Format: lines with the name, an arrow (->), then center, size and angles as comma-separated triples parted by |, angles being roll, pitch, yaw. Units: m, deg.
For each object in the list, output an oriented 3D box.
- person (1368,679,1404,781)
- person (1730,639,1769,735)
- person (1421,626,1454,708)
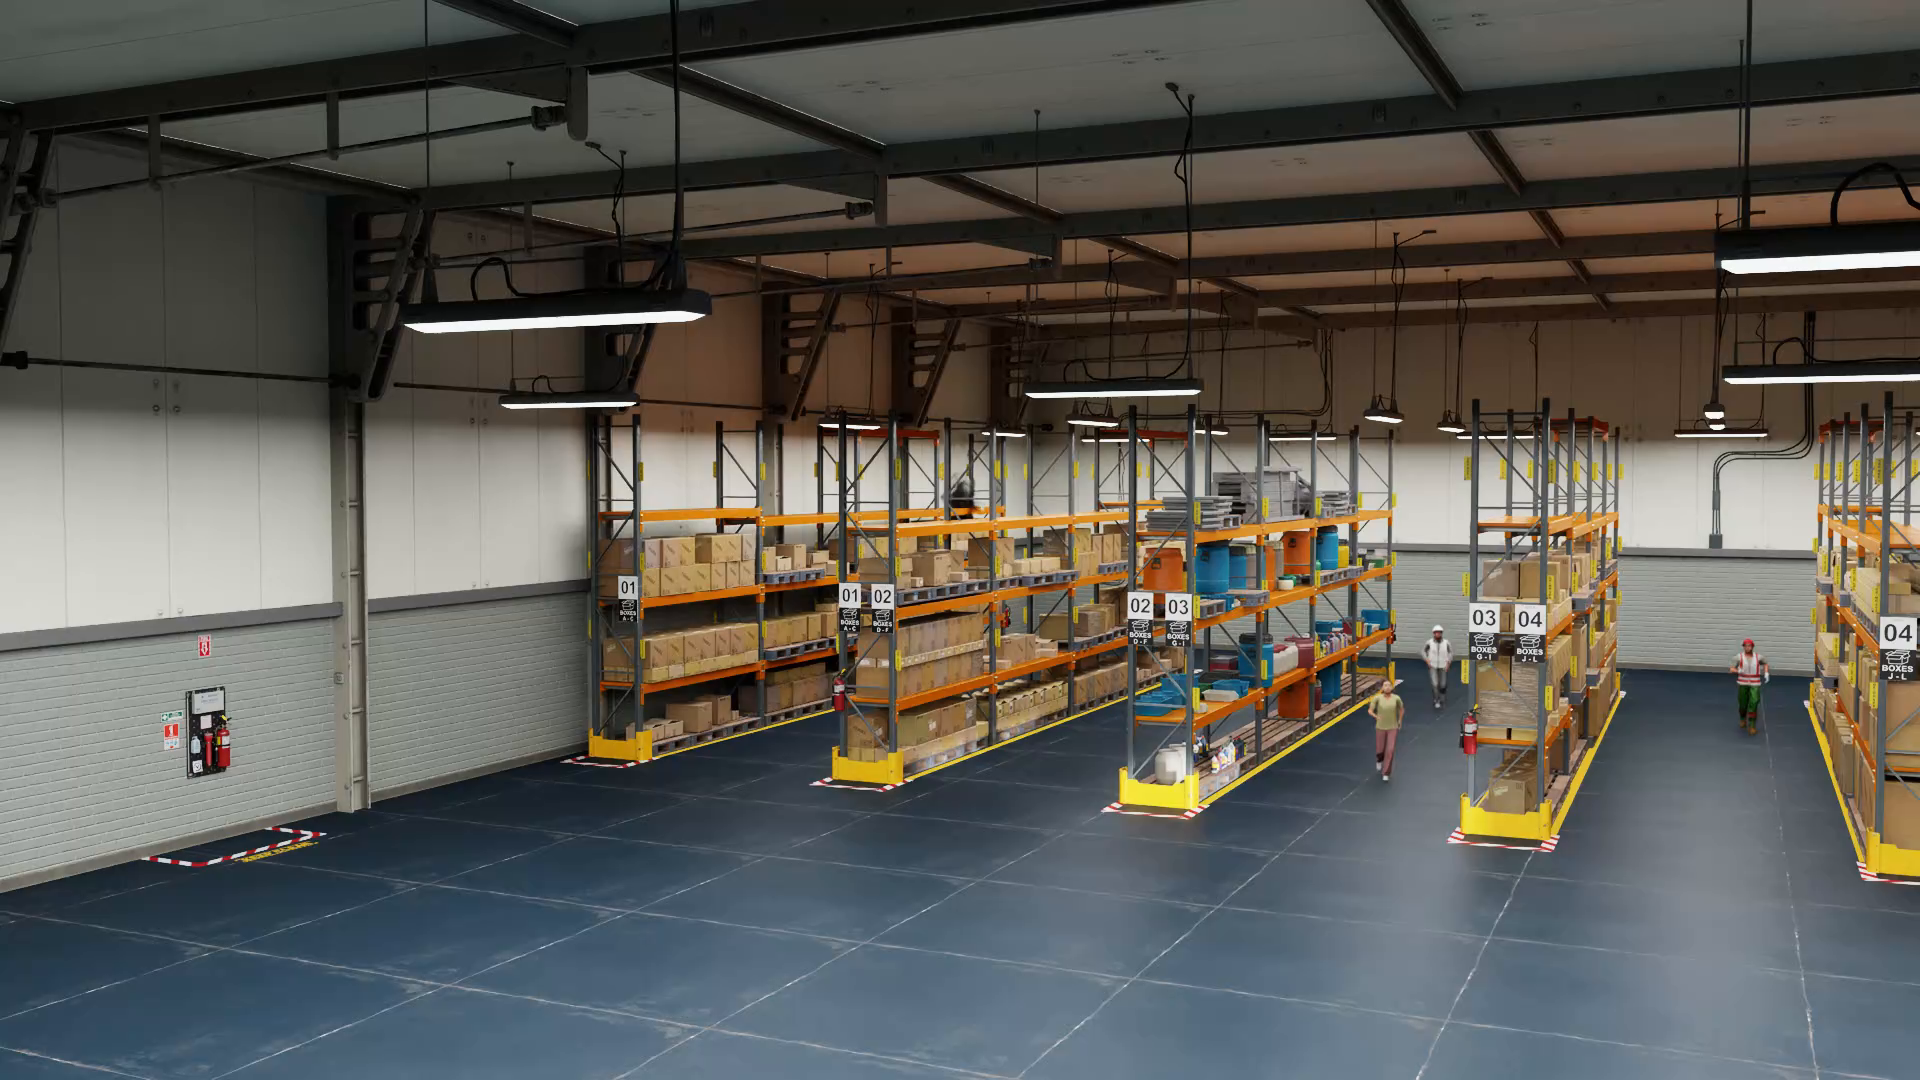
person -> 6.939, 3.067, 27.056 | 0.583, 1.634, 0.694 | 0, 2, 8
person -> 15.092, 2.774, 31.794 | 0.675, 1.757, 1.050 | 1, 3, 25
person -> 10.161, 2.688, 35.421 | 0.676, 1.744, 0.571 | 1, 2, 12
